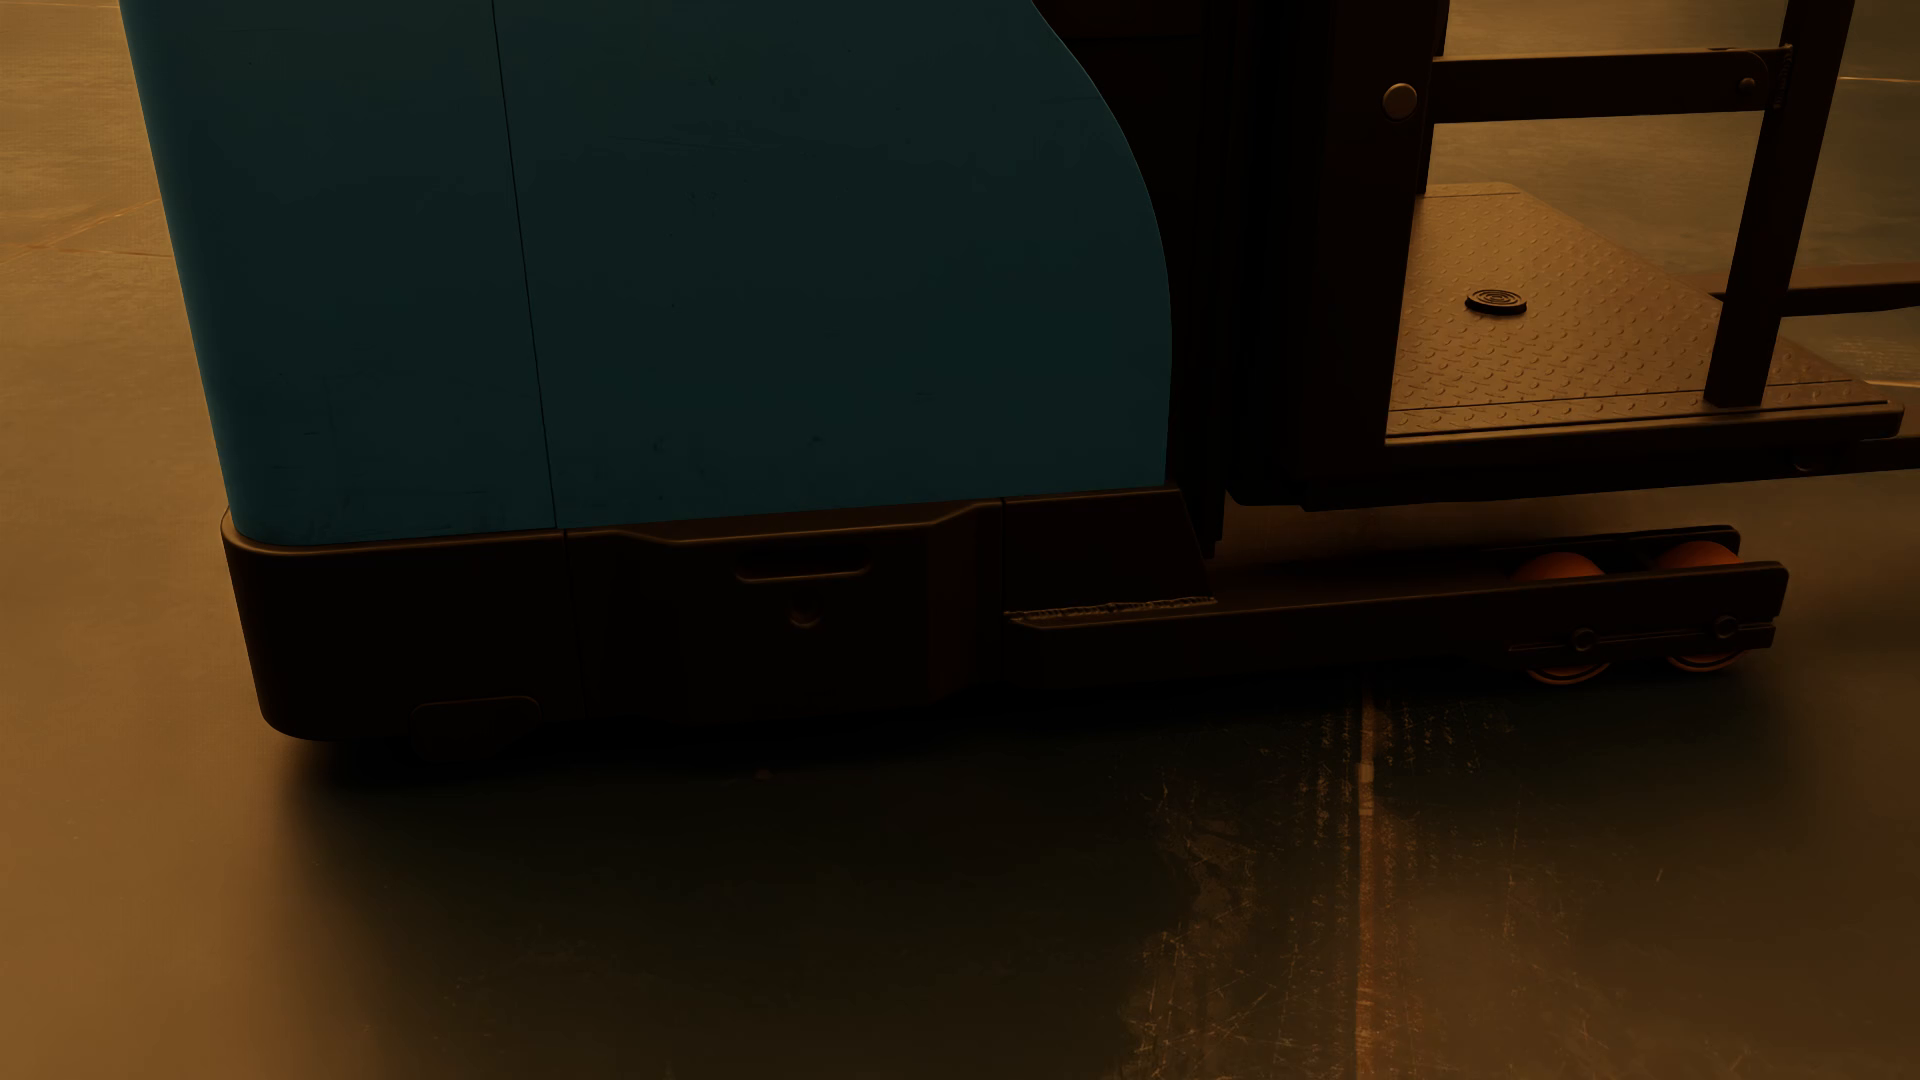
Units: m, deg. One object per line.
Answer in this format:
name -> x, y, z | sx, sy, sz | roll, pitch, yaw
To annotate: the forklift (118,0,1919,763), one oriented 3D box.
forklift -> 0.600, -1.354, 1.930 | 3.031, 2.935, 1.130 | -4, 27, -9
